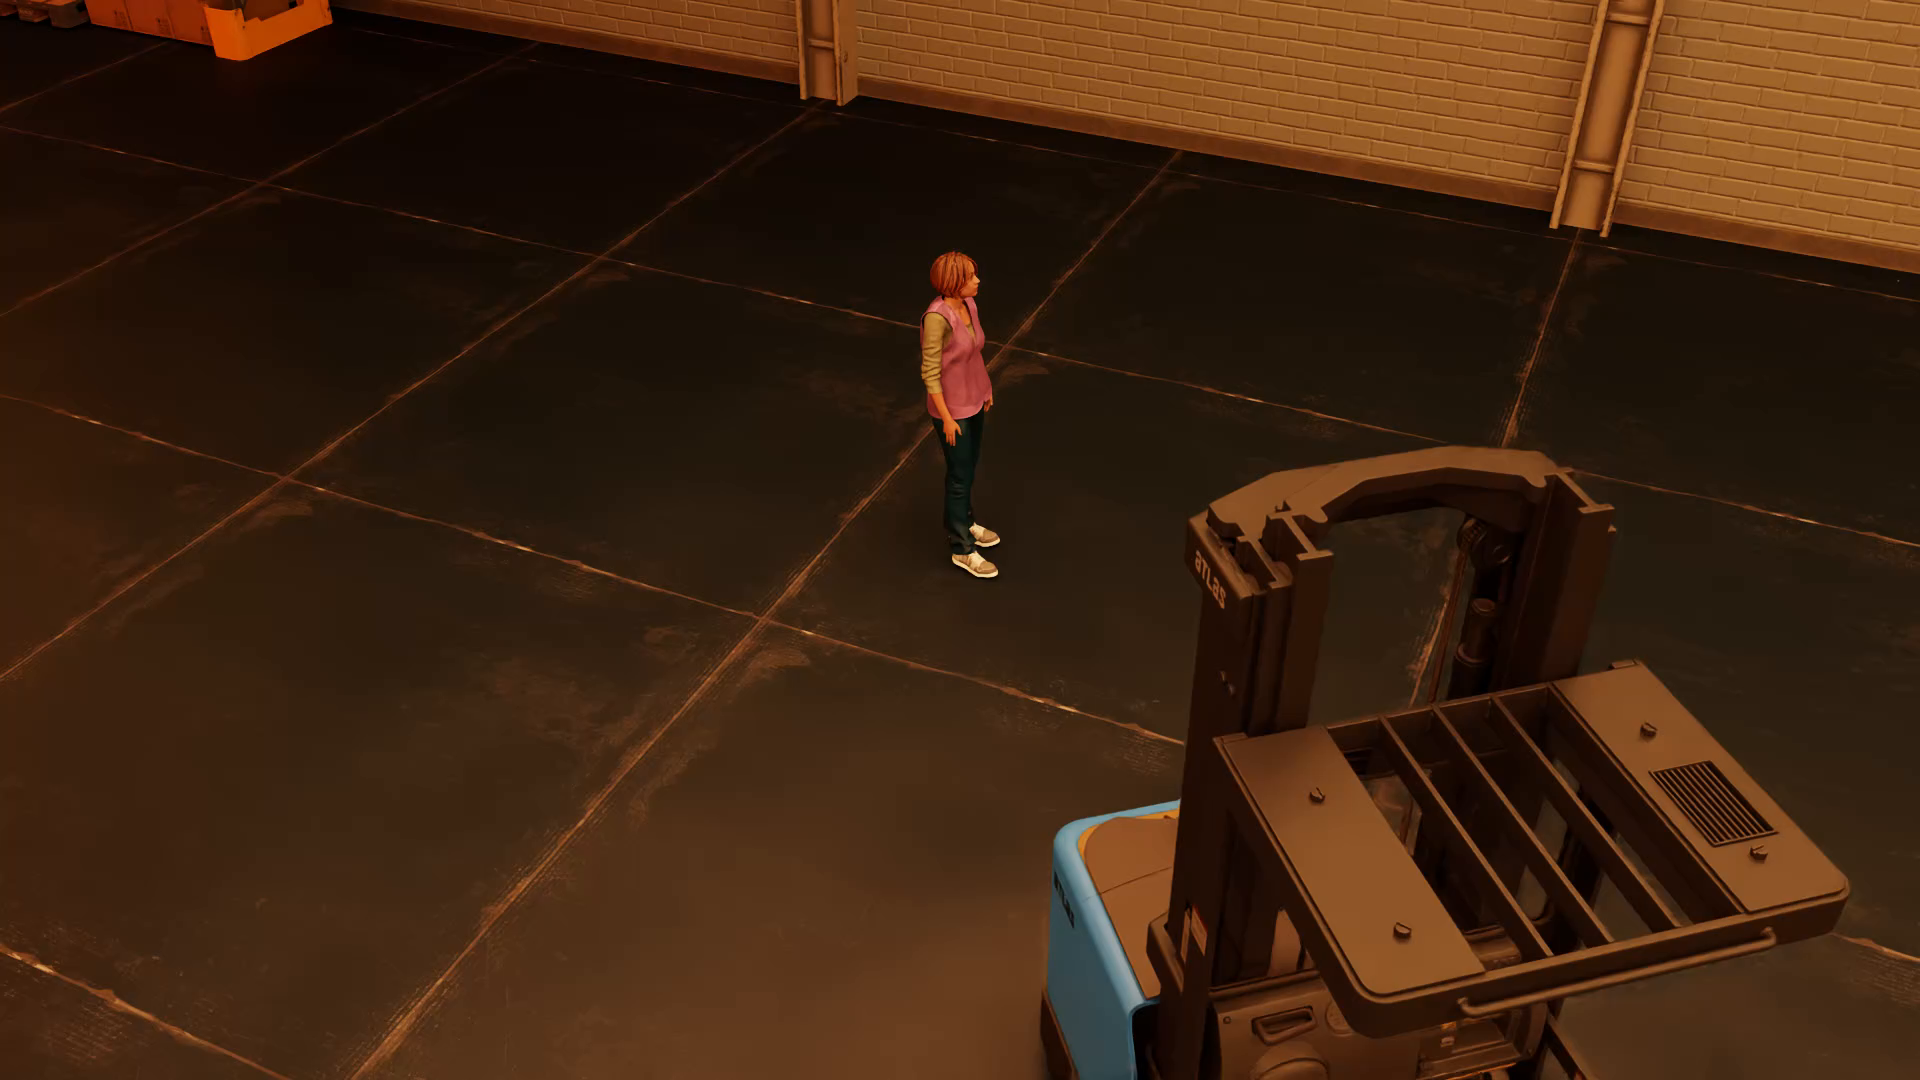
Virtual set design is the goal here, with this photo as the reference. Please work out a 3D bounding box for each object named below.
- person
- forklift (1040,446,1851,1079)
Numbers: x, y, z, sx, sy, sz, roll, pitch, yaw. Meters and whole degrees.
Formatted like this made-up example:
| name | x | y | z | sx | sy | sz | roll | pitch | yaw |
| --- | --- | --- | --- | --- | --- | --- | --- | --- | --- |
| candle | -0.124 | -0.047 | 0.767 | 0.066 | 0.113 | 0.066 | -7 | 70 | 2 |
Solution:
| name | x | y | z | sx | sy | sz | roll | pitch | yaw |
| --- | --- | --- | --- | --- | --- | --- | --- | --- | --- |
| person | 0.061 | -0.631 | 8.107 | 0.476 | 1.597 | 0.520 | 15 | 38 | 20 |
| forklift | 1.164 | 1.366 | 4.171 | 1.130 | 2.935 | 3.031 | -9 | 36 | -12 |
